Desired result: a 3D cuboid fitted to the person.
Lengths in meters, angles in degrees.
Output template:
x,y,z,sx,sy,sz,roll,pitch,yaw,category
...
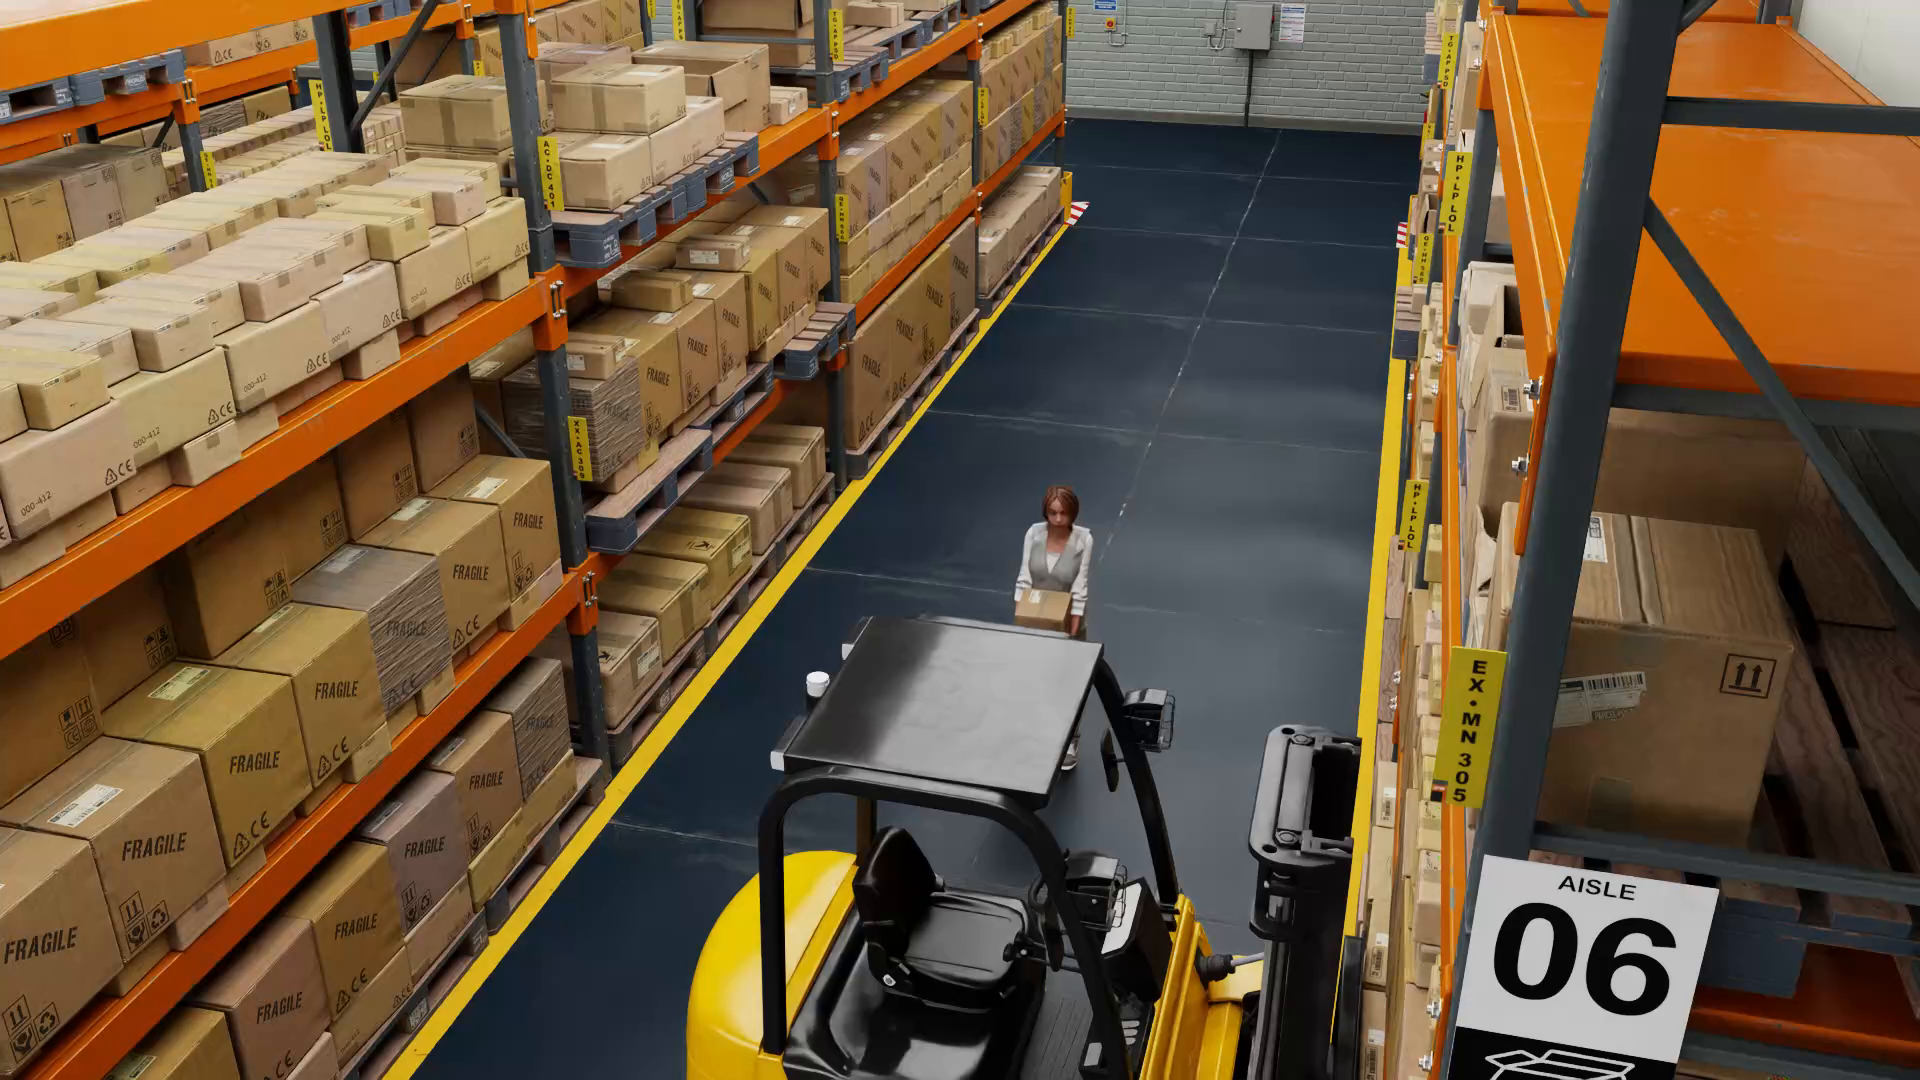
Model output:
x,y,z,sx,sy,sz,roll,pitch,yaw,category
0.478,0.490,8.682,0.375,1.599,0.500,6,26,13,person
